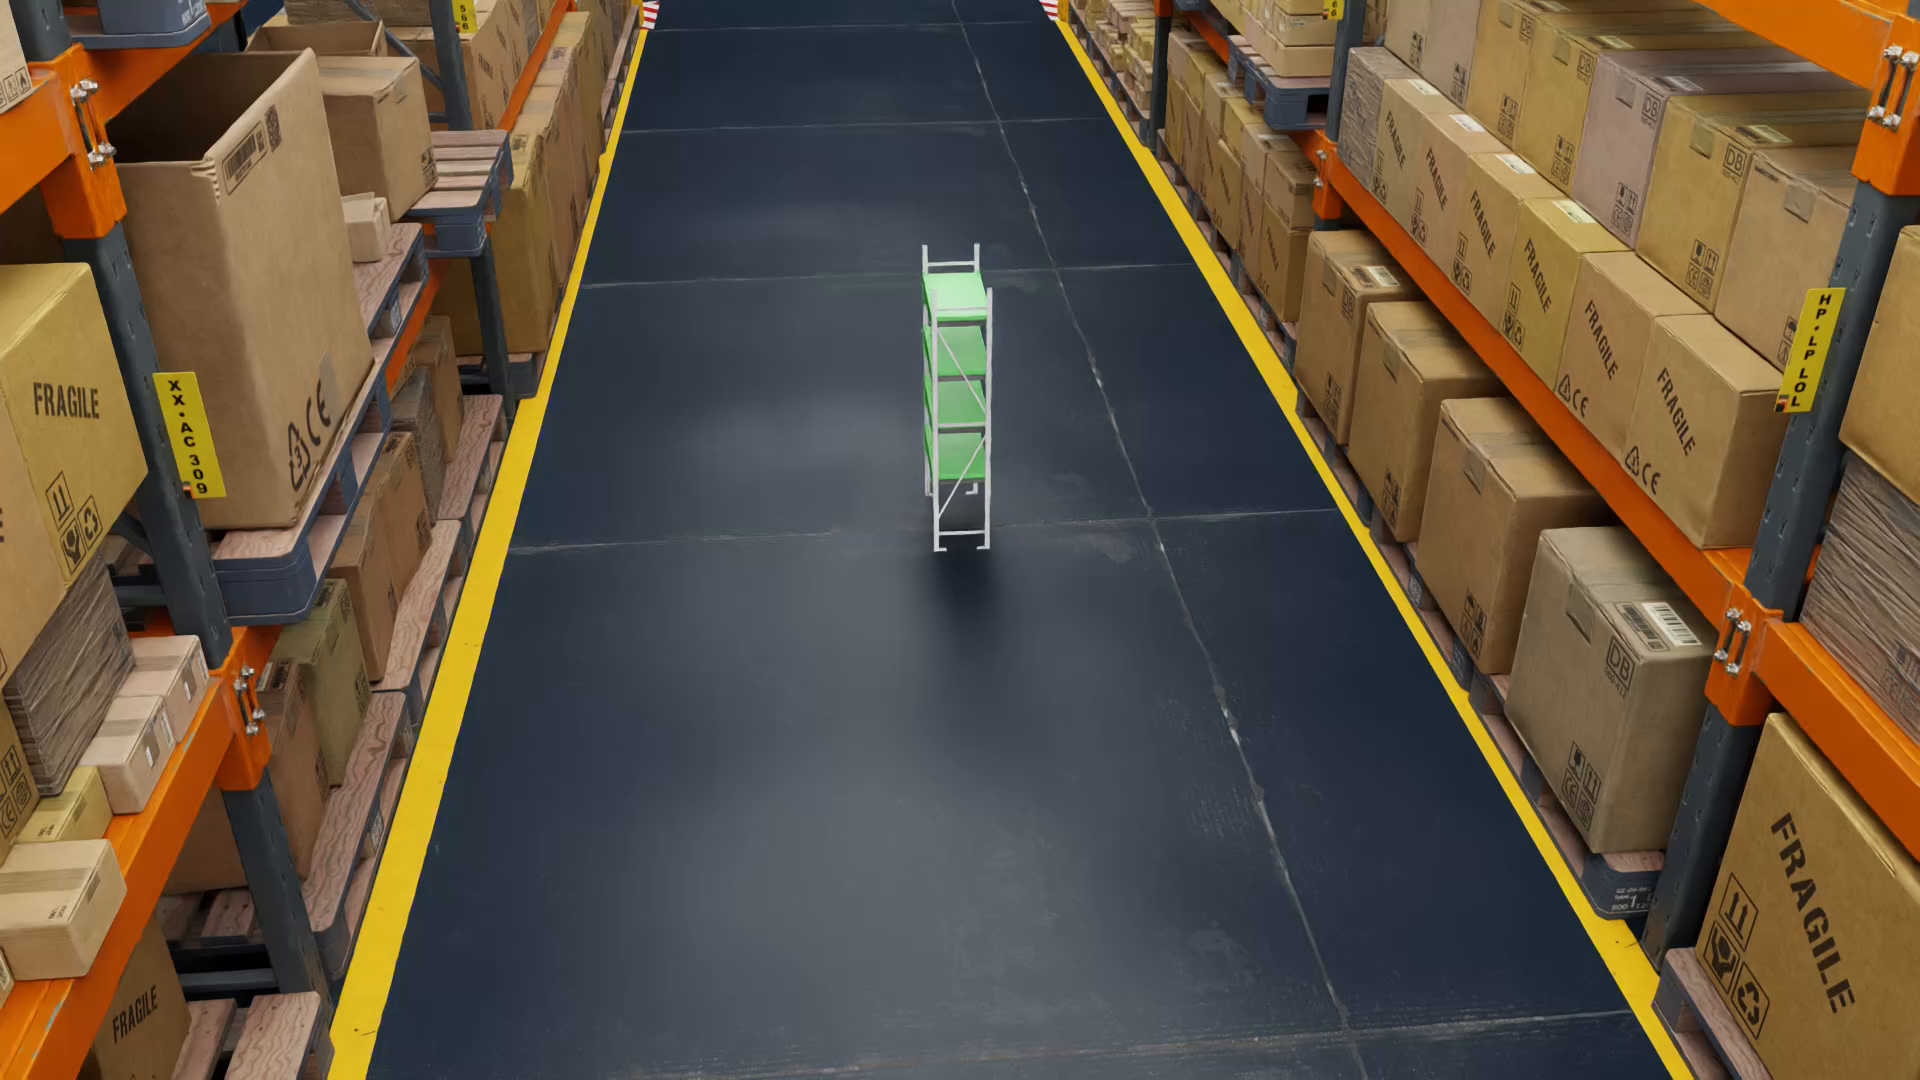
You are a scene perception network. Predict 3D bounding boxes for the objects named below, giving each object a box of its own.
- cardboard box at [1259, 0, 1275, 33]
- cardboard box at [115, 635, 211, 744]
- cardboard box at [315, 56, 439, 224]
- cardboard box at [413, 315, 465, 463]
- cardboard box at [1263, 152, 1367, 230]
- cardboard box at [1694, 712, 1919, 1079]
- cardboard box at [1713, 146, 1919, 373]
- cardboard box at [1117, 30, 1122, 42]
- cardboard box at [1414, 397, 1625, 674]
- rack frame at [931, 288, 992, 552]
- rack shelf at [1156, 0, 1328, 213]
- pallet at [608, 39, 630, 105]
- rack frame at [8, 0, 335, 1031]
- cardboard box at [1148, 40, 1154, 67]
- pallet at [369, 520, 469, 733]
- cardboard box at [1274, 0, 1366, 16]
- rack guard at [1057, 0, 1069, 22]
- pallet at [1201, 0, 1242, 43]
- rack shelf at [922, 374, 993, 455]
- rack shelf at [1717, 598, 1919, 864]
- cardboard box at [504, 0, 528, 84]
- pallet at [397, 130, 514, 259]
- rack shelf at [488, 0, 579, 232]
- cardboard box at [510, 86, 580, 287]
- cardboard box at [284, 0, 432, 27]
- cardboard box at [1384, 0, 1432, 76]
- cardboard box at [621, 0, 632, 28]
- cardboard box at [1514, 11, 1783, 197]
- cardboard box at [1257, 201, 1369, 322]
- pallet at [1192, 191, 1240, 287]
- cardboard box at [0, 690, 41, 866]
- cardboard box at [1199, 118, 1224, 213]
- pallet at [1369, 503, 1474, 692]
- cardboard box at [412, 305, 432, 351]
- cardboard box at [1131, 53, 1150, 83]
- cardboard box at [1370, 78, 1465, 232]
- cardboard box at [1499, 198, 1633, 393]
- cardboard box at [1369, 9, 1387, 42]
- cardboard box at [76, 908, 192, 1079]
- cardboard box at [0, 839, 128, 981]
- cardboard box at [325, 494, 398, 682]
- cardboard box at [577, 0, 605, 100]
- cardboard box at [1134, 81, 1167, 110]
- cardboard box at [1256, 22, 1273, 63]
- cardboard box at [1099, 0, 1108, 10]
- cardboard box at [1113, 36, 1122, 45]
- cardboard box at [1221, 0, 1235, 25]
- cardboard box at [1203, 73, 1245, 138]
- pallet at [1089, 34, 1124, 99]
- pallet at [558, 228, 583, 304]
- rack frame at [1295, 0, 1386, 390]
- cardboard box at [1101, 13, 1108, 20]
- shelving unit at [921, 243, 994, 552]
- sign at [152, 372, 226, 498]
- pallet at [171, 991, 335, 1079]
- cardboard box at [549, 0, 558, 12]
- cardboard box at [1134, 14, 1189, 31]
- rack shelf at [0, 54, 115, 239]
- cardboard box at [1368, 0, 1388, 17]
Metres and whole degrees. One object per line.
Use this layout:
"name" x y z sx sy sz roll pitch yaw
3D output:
"cardboard box" 1.706 -2.635 8.282 0.380 0.149 0.250 -2 31 -3
"cardboard box" -2.029 0.363 3.962 0.380 0.149 0.250 -3 31 -5
"cardboard box" -2.474 -1.552 6.416 0.700 0.500 0.500 2 31 3
"cardboard box" -2.633 -0.657 7.434 0.700 0.500 0.500 -4 31 -7
"cardboard box" 1.907 -1.834 8.692 0.500 0.250 0.500 -3 31 -6
"cardboard box" 2.595 1.030 4.263 0.875 0.875 0.875 -2 31 -4
"cardboard box" 2.554 -0.752 4.511 0.700 0.500 0.500 -3 31 -5
"cardboard box" 1.458 -4.014 13.125 0.380 0.149 0.250 -4 31 -7
"cardboard box" 2.372 -0.046 6.186 1.050 0.750 0.750 -3 31 -5
"rack frame" 0.007 -0.475 6.875 0.240 1.200 0.015 -3 31 -5
"rack shelf" 2.045 -2.781 9.682 1.077 0.370 4.000 -3 31 -5
"pallet" -3.200 -3.744 13.312 1.003 0.211 1.213 -3 31 -5
"rack frame" -2.342 0.160 4.057 1.000 3.000 0.127 -3 31 -5
"cardboard box" 1.566 -3.492 11.961 0.380 0.149 0.250 -2 31 -3
"pallet" -2.533 0.335 6.483 1.003 0.211 1.213 -3 31 -5
"cardboard box" 1.730 -2.625 7.974 0.380 0.149 0.250 -4 31 -7
"rack guard" 1.492 -5.041 15.202 1.175 0.500 0.348 -3 31 -5
"pallet" 2.006 -2.995 9.526 1.003 0.211 1.213 -3 31 -5
"rack shelf" -0.015 -0.545 7.117 0.258 0.148 0.480 -3 31 -5
"rack shelf" 2.793 1.304 2.844 1.077 0.370 4.000 -3 31 -5
"cardboard box" -2.592 -2.711 8.766 0.500 0.500 0.500 -3 31 -5
"pallet" -2.543 -1.441 6.925 1.213 0.211 1.003 -3 31 -5
"rack shelf" -2.902 -2.595 9.370 1.077 0.370 4.000 -3 31 -5
"cardboard box" -2.835 -1.959 9.268 1.225 0.875 0.875 -3 31 -4
"cardboard box" -2.768 -2.730 7.820 0.797 0.503 0.637 -2 31 -3
"cardboard box" 2.264 -2.311 7.121 0.700 0.500 0.500 -3 31 -5
"cardboard box" -3.324 -4.912 14.211 0.875 0.875 0.875 -3 31 -5
"cardboard box" 2.411 -1.530 5.814 0.700 0.500 0.500 -3 31 -5
"cardboard box" 1.910 -1.499 8.863 0.500 0.500 0.500 -3 31 -5
"pallet" 2.050 -1.892 10.211 1.003 0.211 1.213 -3 31 -5
"cardboard box" -2.350 0.479 3.136 0.875 0.500 0.500 -3 31 -5
"cardboard box" 1.777 -2.291 10.189 0.500 0.500 0.500 -2 31 -4
"pallet" 2.342 0.156 6.783 1.003 0.211 1.213 -3 31 -5
"cardboard box" -2.623 -0.980 7.242 0.500 0.250 0.500 -2 31 -3
"cardboard box" 1.475 -3.478 12.228 0.380 0.149 0.250 -4 31 -7
"cardboard box" 2.056 -1.610 6.922 0.500 0.500 0.500 -3 31 -5
"cardboard box" 2.196 -0.839 5.632 0.500 0.500 0.500 -2 31 -4
"cardboard box" 2.341 -2.654 8.603 0.380 0.149 0.250 -1 31 -2
"cardboard box" -2.344 1.259 4.246 0.500 0.500 0.500 -4 31 -6
"cardboard box" -1.917 0.744 3.324 0.380 0.149 0.250 -3 31 -5
"cardboard box" -2.456 0.199 6.000 0.700 0.500 0.500 -5 31 -9
"cardboard box" -3.071 -3.534 11.903 0.875 0.875 0.875 -3 31 -5
"cardboard box" 1.483 -3.251 12.138 0.380 0.149 0.250 -2 31 -4
"cardboard box" 1.707 -2.498 8.342 0.380 0.149 0.250 -3 31 -5
"cardboard box" 1.338 -4.410 13.498 0.380 0.149 0.250 -2 31 -4
"cardboard box" 1.428 -3.916 13.251 0.380 0.149 0.250 -2 31 -4
"cardboard box" 1.636 -2.894 9.005 0.380 0.149 0.250 -4 31 -7
"cardboard box" 1.760 -2.618 10.004 0.500 0.250 0.500 -2 31 -3
"pallet" 1.643 -3.879 13.538 1.003 0.211 1.213 -3 31 -5
"pallet" -2.825 -1.713 9.912 1.003 0.211 1.213 -3 31 -5
"rack frame" 2.232 -2.069 7.788 1.000 3.000 0.127 -3 31 -5
"cardboard box" 1.384 -4.309 13.909 0.380 0.149 0.250 -3 31 -4
"shelving unit" -0.015 -0.600 7.084 0.258 1.200 0.503 -3 31 -5
"sign" -1.802 -0.242 3.886 0.100 0.325 0.005 -3 31 -5
"pallet" -2.244 1.698 4.201 1.003 0.211 1.213 -3 31 -5
"cardboard box" -2.734 -3.489 10.068 0.500 0.500 0.500 -2 31 -3
"cardboard box" 1.526 -3.883 12.616 0.380 0.149 0.250 -2 31 -3
"rack shelf" -2.155 0.202 1.763 1.077 0.370 4.000 -3 31 -5
"cardboard box" 2.331 -2.800 8.557 0.380 0.149 0.250 -4 31 -6
